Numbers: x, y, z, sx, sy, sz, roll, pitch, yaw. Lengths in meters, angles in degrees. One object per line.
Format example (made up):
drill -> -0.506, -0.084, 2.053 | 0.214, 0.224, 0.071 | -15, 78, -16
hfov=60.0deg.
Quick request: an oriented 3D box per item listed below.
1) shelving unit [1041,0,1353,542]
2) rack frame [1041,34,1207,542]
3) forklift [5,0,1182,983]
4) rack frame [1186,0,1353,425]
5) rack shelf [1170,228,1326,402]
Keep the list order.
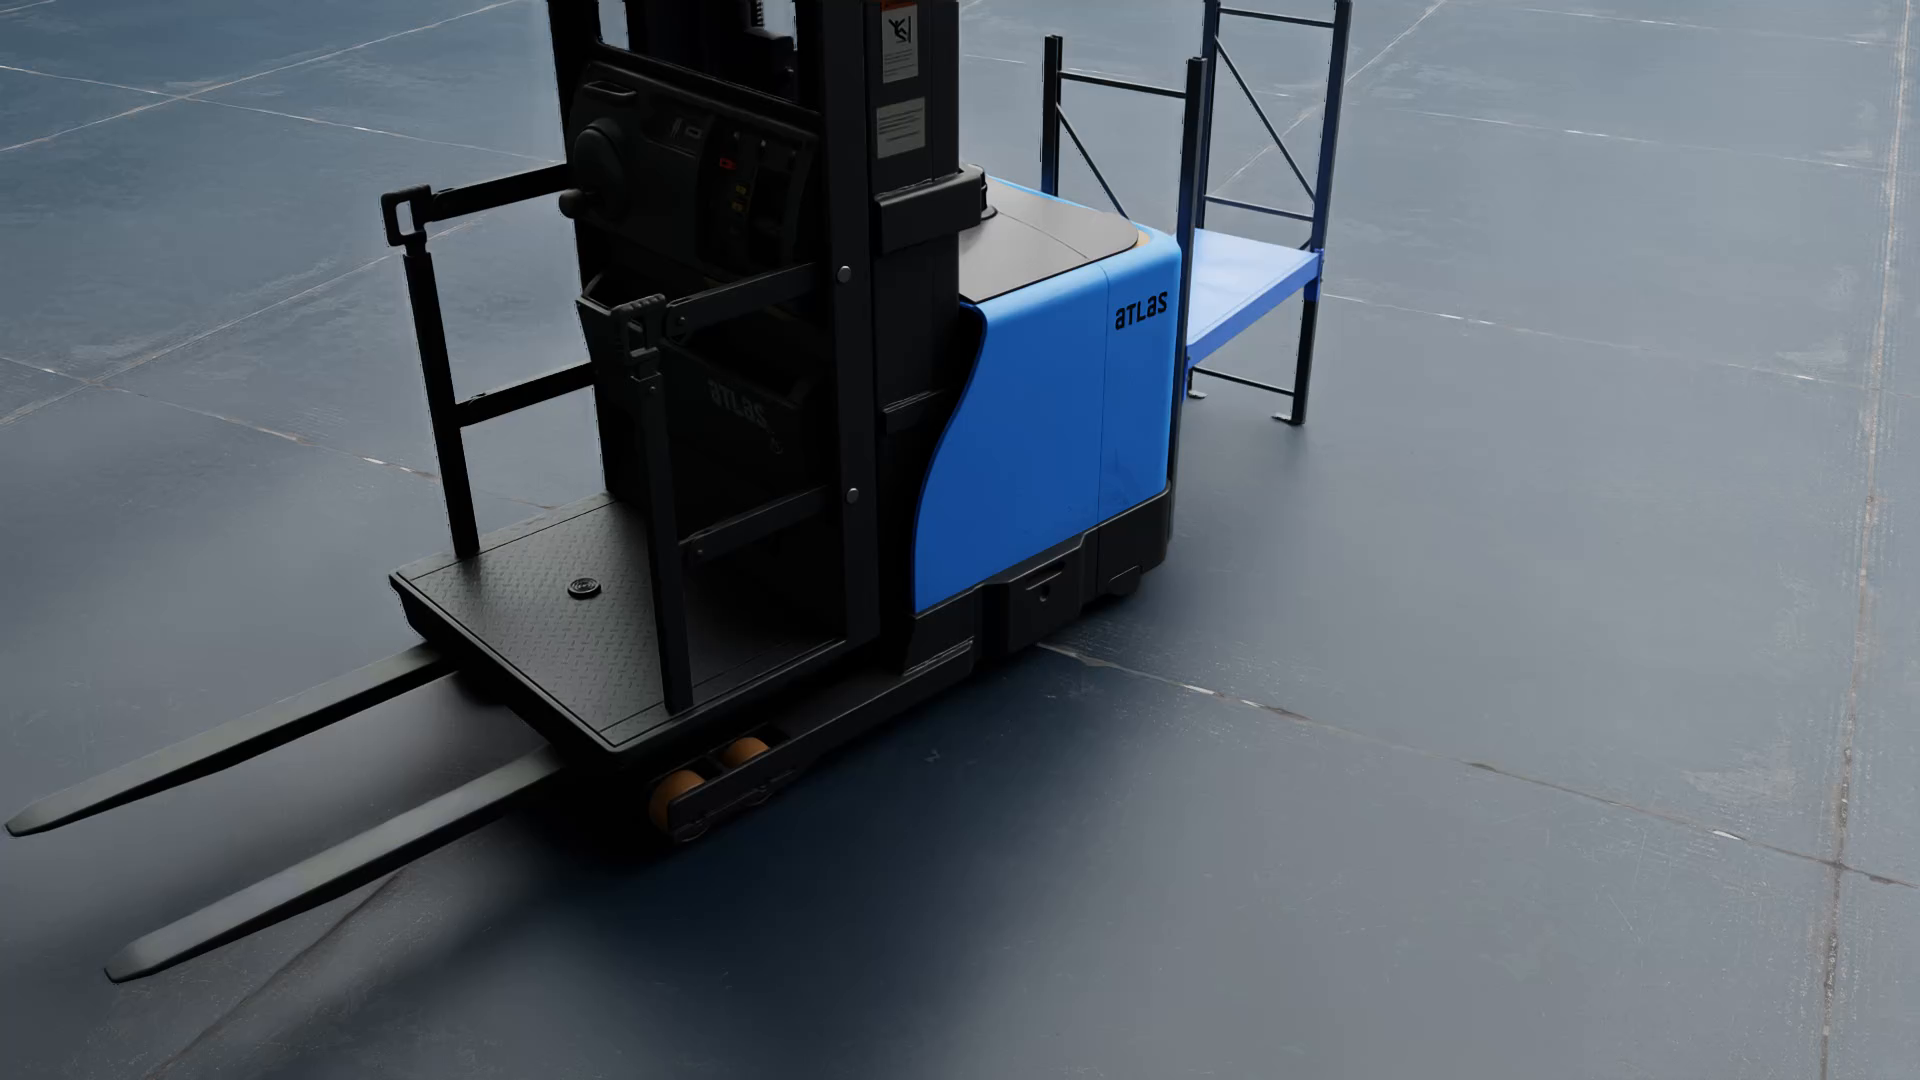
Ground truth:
shelving unit -> 0.742, -0.929, 5.362 | 0.538, 1.500, 1.048 | 19, 35, 29
rack frame -> 0.456, -0.720, 4.997 | 0.500, 1.500, 0.032 | 19, 35, 29
forklift -> -0.796, -0.841, 3.771 | 3.031, 2.935, 1.130 | -25, 38, -36
rack frame -> 1.028, -1.139, 5.727 | 0.500, 1.500, 0.032 | 19, 35, 29
rack shelf -> 0.742, -0.773, 5.452 | 0.538, 0.185, 1.000 | 19, 35, 29
